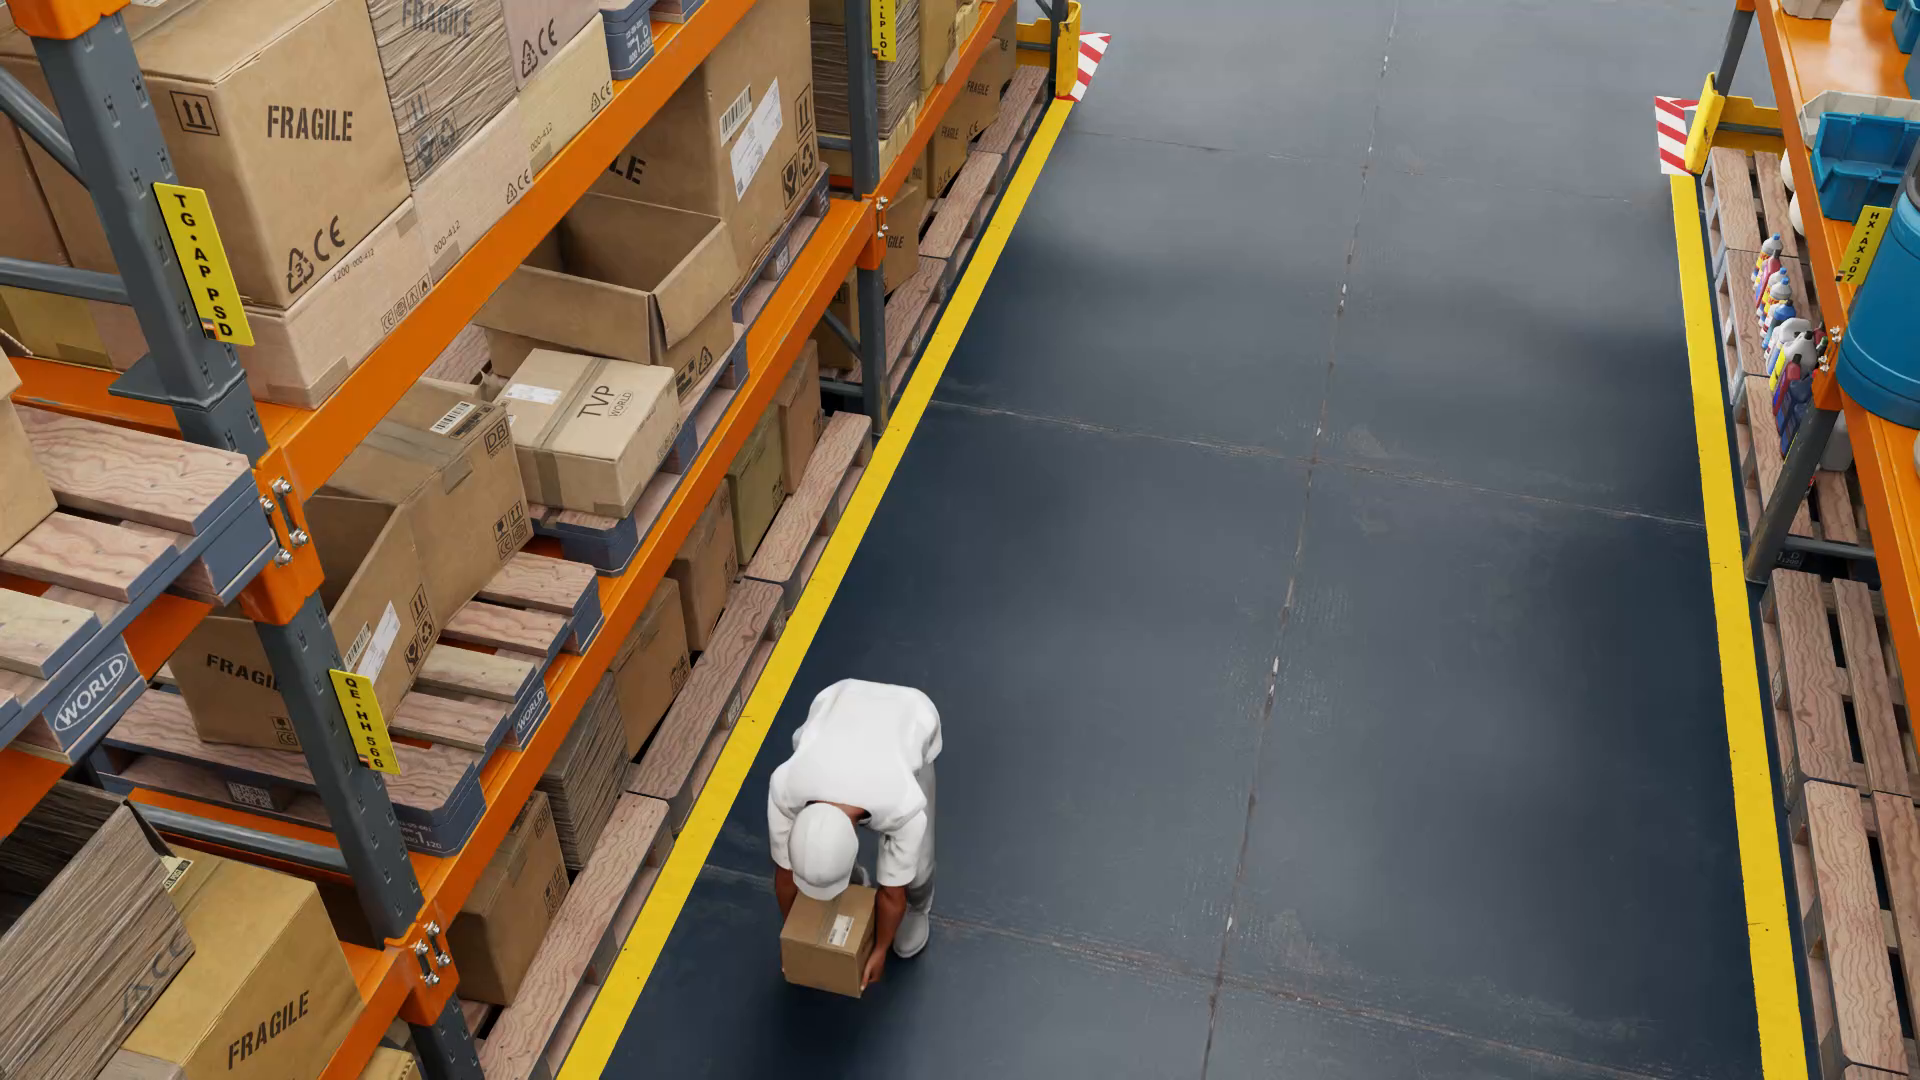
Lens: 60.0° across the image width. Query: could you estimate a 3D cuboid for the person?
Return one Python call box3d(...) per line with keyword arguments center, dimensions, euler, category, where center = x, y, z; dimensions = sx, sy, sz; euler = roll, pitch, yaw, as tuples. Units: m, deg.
box3d(center=(-0.326, 1.015, 5.404), dimensions=(0.501, 1.187, 0.954), euler=(8, 41, 9), category="person")
